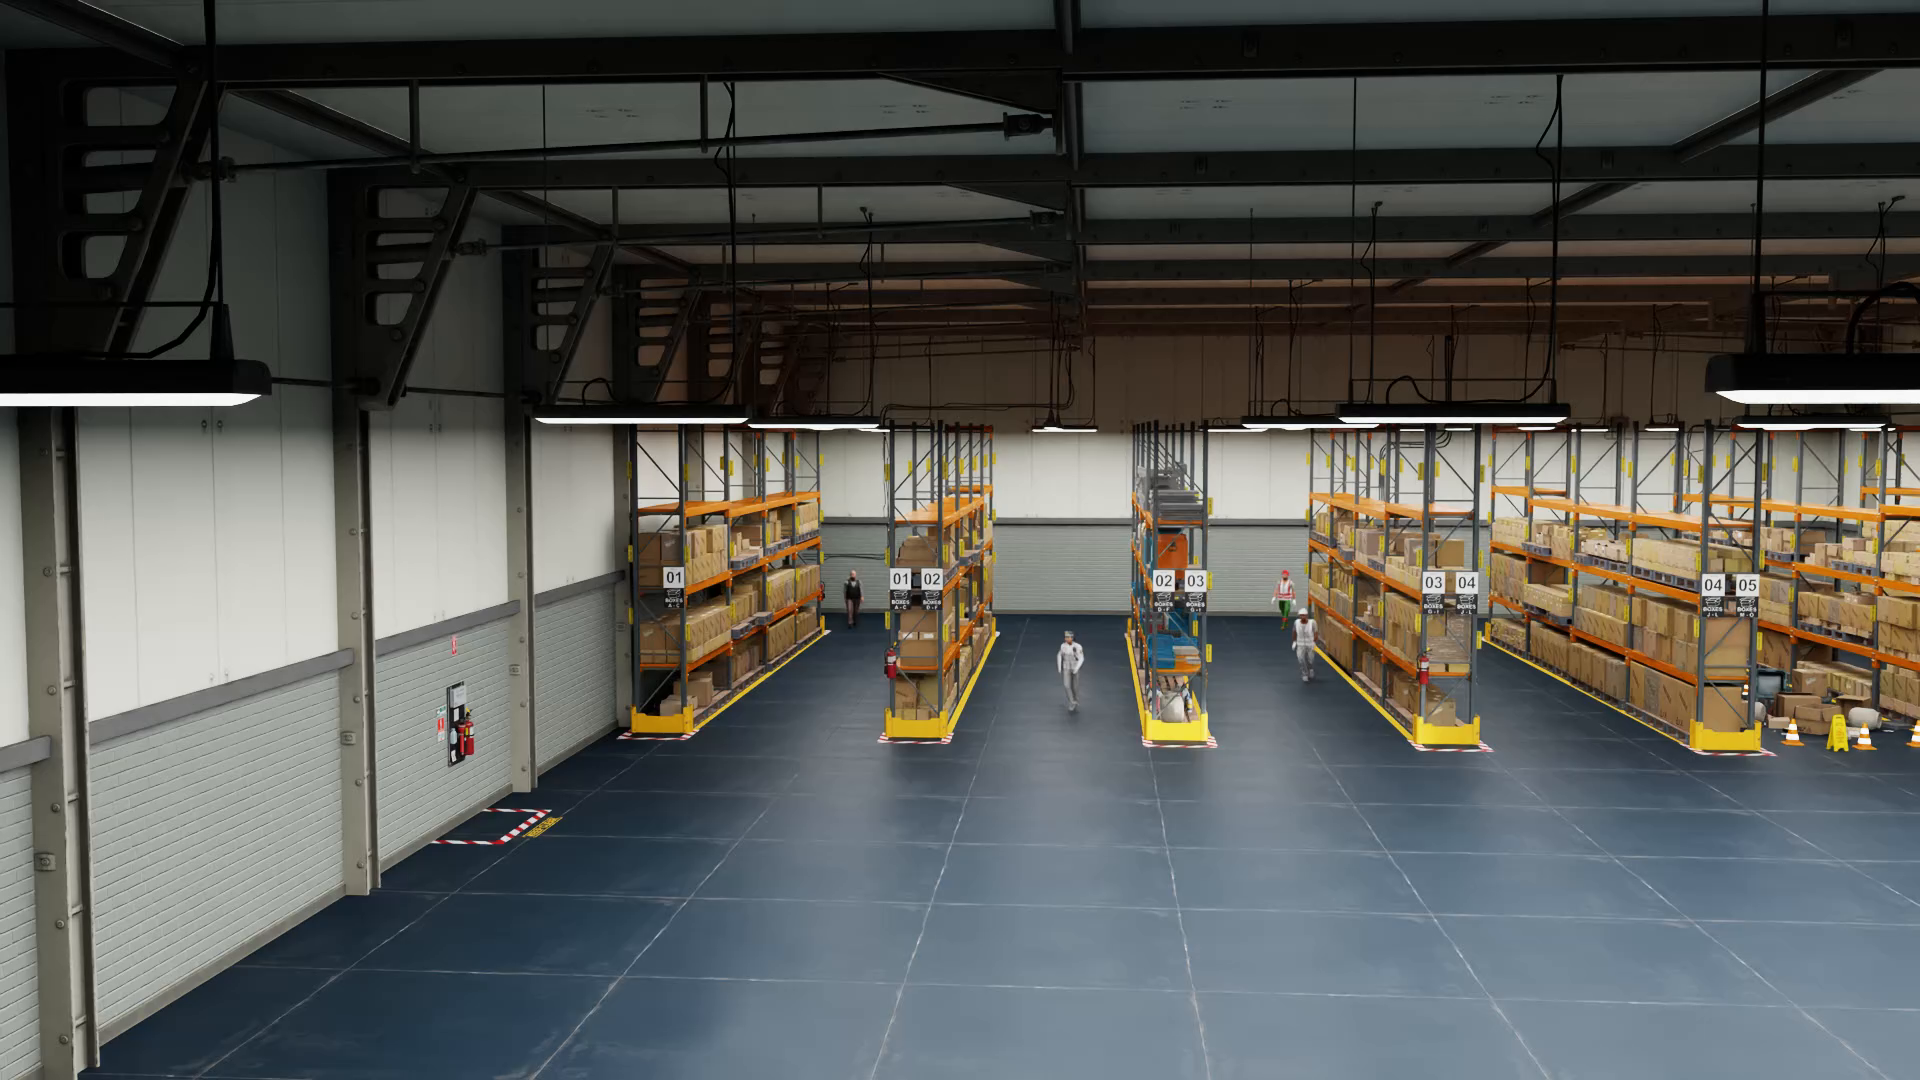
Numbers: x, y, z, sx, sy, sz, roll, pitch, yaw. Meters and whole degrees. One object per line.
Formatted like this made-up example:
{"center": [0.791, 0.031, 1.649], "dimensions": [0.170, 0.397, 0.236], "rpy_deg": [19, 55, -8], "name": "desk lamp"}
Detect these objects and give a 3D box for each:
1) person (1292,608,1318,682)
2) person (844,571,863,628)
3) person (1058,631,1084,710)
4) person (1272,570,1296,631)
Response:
{"center": [8.022, 2.431, 38.710], "dimensions": [0.607, 1.696, 0.638], "rpy_deg": [1, 4, 18], "name": "person"}
{"center": [-3.146, 1.748, 49.185], "dimensions": [0.574, 1.652, 1.042], "rpy_deg": [-1, 4, -8], "name": "person"}
{"center": [2.323, 2.747, 34.836], "dimensions": [0.574, 1.732, 0.754], "rpy_deg": [1, 4, 13], "name": "person"}
{"center": [9.481, 1.757, 48.702], "dimensions": [0.636, 1.739, 1.050], "rpy_deg": [2, 4, 29], "name": "person"}
